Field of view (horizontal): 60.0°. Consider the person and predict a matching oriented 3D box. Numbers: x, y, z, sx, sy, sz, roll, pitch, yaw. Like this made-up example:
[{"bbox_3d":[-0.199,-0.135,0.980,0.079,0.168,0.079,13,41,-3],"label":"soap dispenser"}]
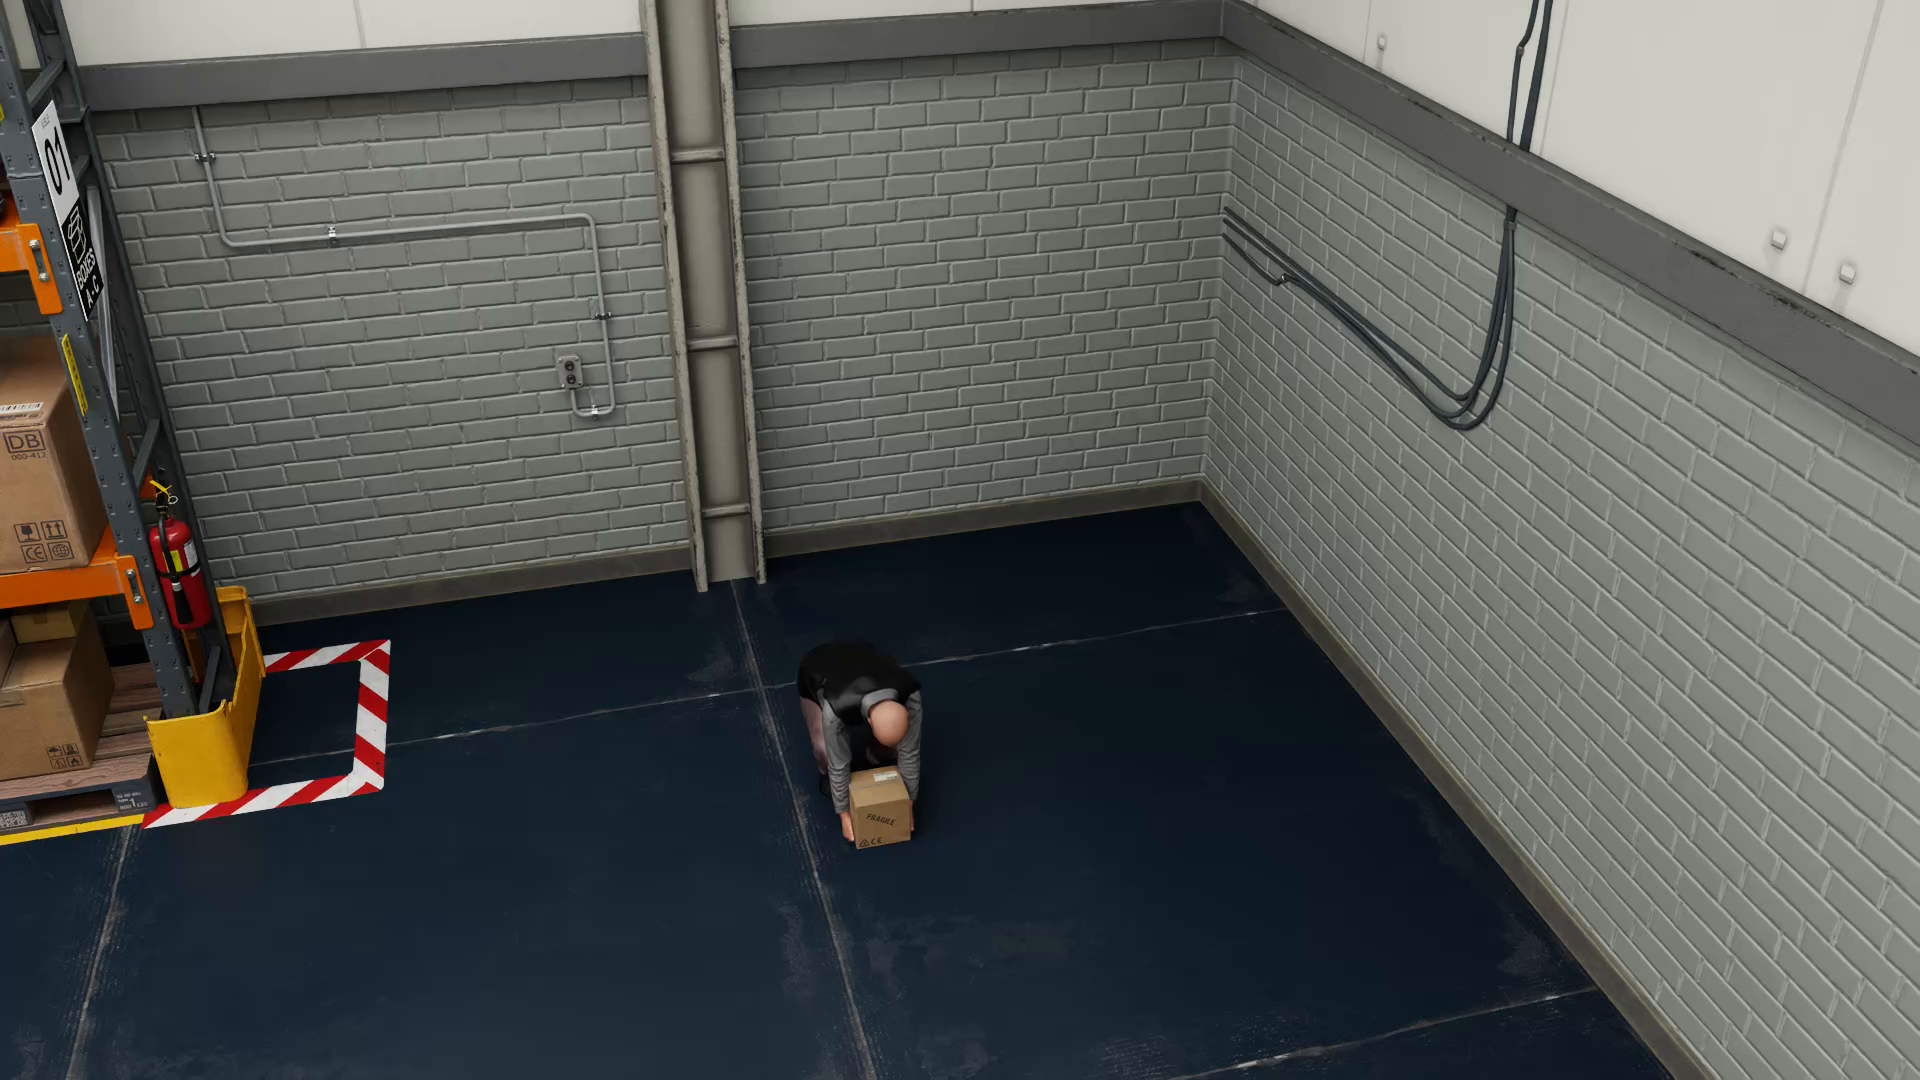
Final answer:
[{"bbox_3d":[-0.453,0.892,7.743,0.507,0.819,0.920,-8,31,-14],"label":"person"}]
